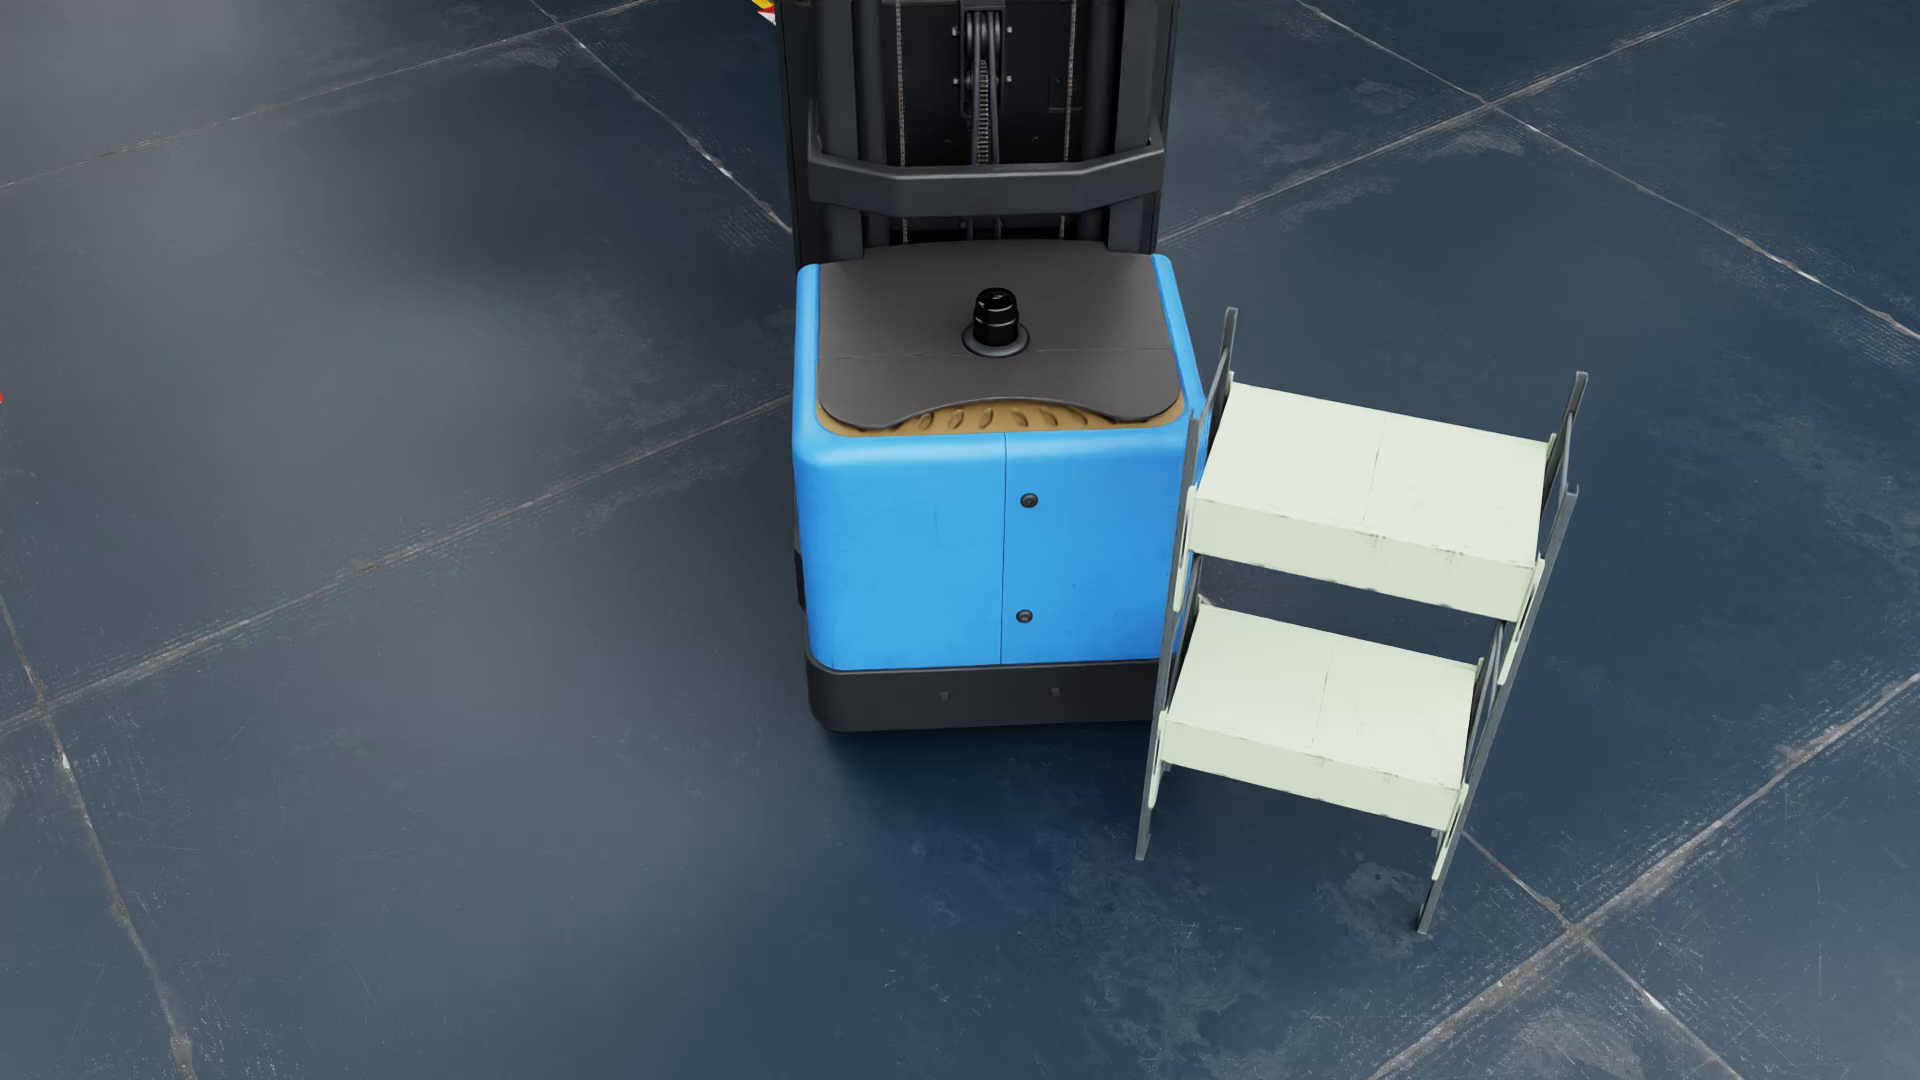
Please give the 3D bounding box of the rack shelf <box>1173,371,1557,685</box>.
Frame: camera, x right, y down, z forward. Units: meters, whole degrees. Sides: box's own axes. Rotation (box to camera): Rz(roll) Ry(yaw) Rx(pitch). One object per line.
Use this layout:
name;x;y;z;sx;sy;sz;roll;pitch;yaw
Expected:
rack shelf;0.879;-0.035;3.635;0.720;0.370;0.431;13;45;13

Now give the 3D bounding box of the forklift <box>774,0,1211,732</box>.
forklift;0.033;-1.537;4.738;1.130;2.935;3.031;-2;44;-2

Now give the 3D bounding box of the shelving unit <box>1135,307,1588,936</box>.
shelving unit;0.879;0.247;3.905;0.755;1.500;0.431;13;45;13

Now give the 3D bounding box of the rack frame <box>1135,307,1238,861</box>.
rack frame;0.531;0.169;3.986;0.023;1.500;0.400;13;45;13

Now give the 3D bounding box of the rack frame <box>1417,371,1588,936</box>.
rack frame;1.227;0.325;3.823;0.023;1.500;0.400;13;45;13

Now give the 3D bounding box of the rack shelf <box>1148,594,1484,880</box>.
rack shelf;0.879;0.482;4.130;0.720;0.370;0.431;13;45;13

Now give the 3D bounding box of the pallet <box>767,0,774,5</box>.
pallet;-0.710;-3.047;8.289;1.003;0.211;1.213;-26;49;-24
